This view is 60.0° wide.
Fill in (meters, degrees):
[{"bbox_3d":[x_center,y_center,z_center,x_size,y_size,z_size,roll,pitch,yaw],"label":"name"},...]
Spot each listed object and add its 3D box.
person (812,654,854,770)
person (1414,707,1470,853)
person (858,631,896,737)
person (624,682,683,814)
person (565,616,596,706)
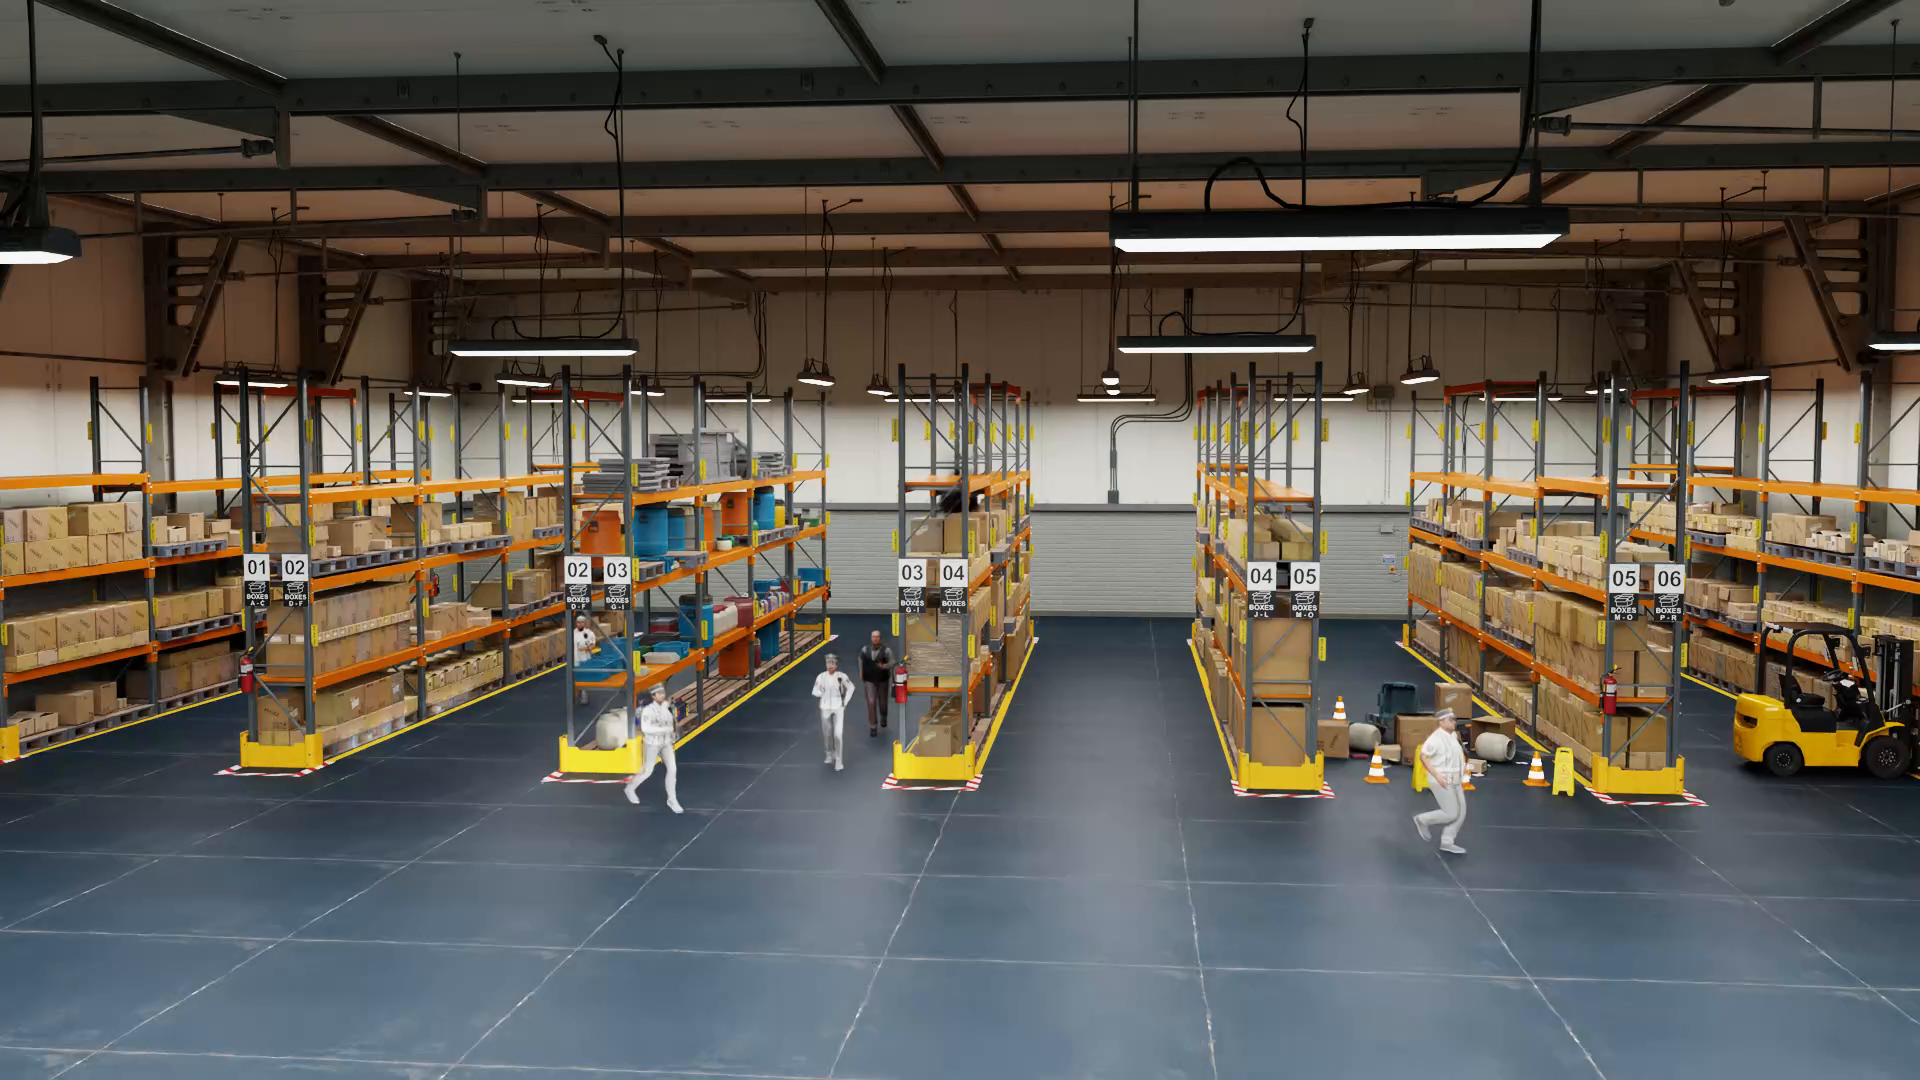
[{"bbox_3d":[-1.908,2.580,24.846,0.612,1.753,0.638,0,4,5],"label":"person"},{"bbox_3d":[5.780,2.855,19.900,0.619,1.736,0.679,3,5,43],"label":"person"},{"bbox_3d":[-1.383,2.350,27.555,0.648,1.706,0.924,0,4,3],"label":"person"},{"bbox_3d":[-4.053,2.736,22.122,0.913,1.733,0.620,3,5,39],"label":"person"},{"bbox_3d":[-6.967,2.223,30.509,0.578,1.650,0.660,0,4,-8],"label":"person"}]
